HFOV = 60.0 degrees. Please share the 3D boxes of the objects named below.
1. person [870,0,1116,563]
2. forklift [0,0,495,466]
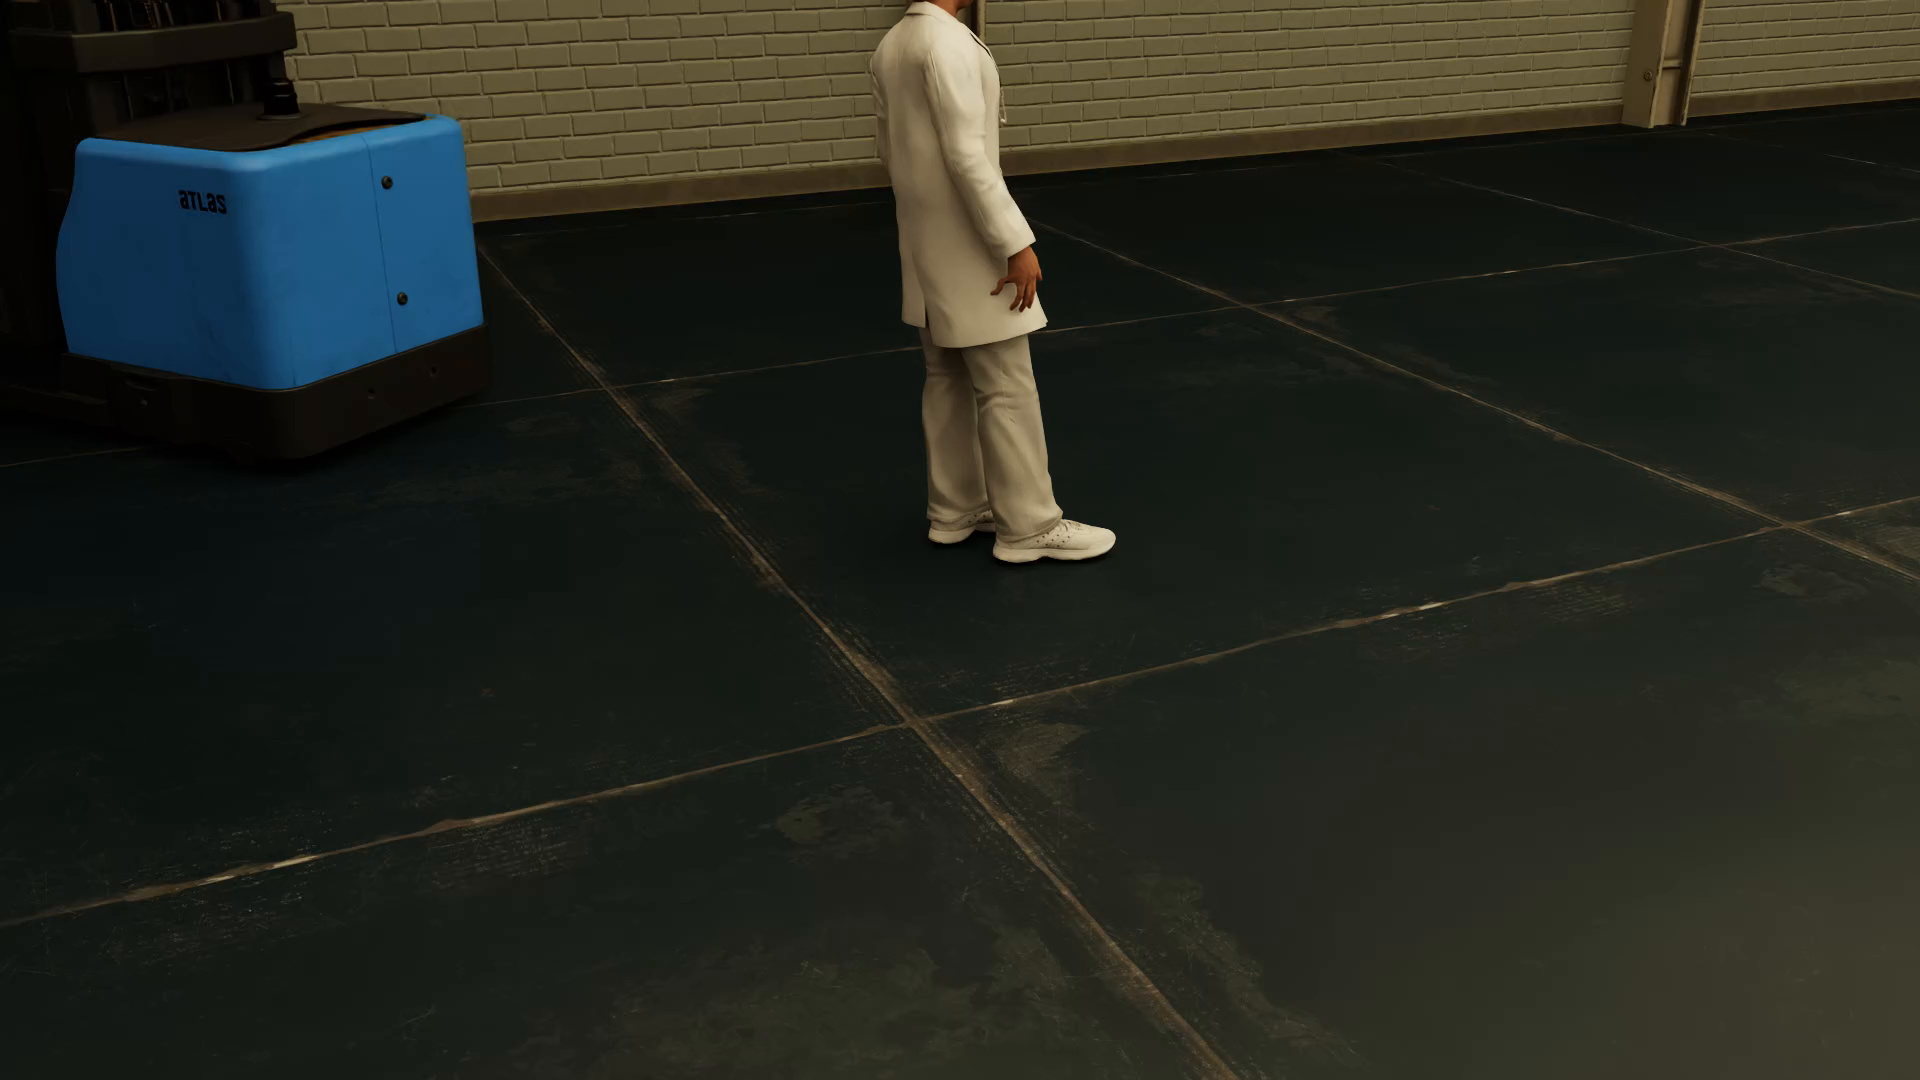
[{"bbox_3d":[0.084,-0.840,4.794,0.581,1.775,0.696,-10,25,-23],"label":"person"},{"bbox_3d":[-3.328,-1.983,6.061,3.031,2.935,1.130,11,25,25],"label":"forklift"}]
